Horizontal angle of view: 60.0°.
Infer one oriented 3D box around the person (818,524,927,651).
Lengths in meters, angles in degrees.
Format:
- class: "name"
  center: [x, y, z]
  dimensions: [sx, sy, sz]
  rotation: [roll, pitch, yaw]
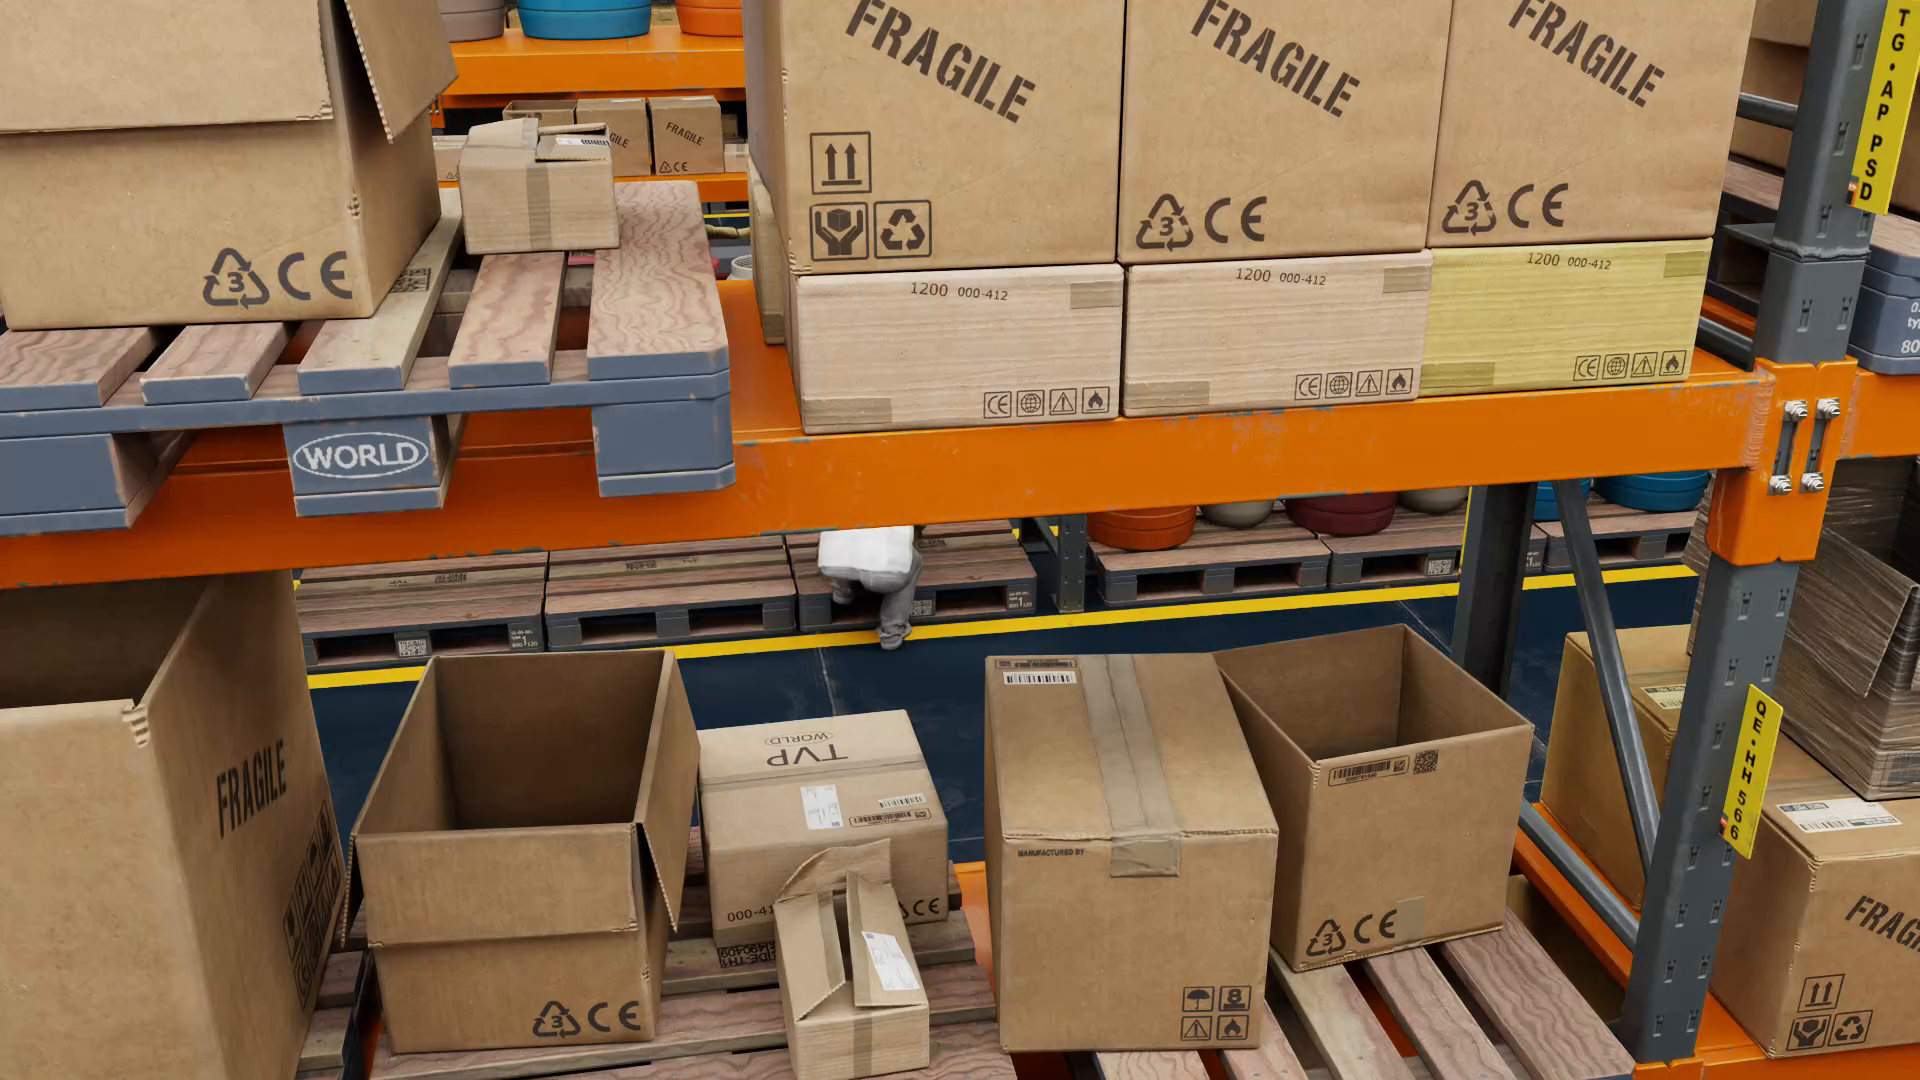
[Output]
- class: "person"
  center: [-0.423, -0.005, 8.318]
  dimensions: [0.495, 0.806, 1.200]
  rotation: [2, 23, 5]
